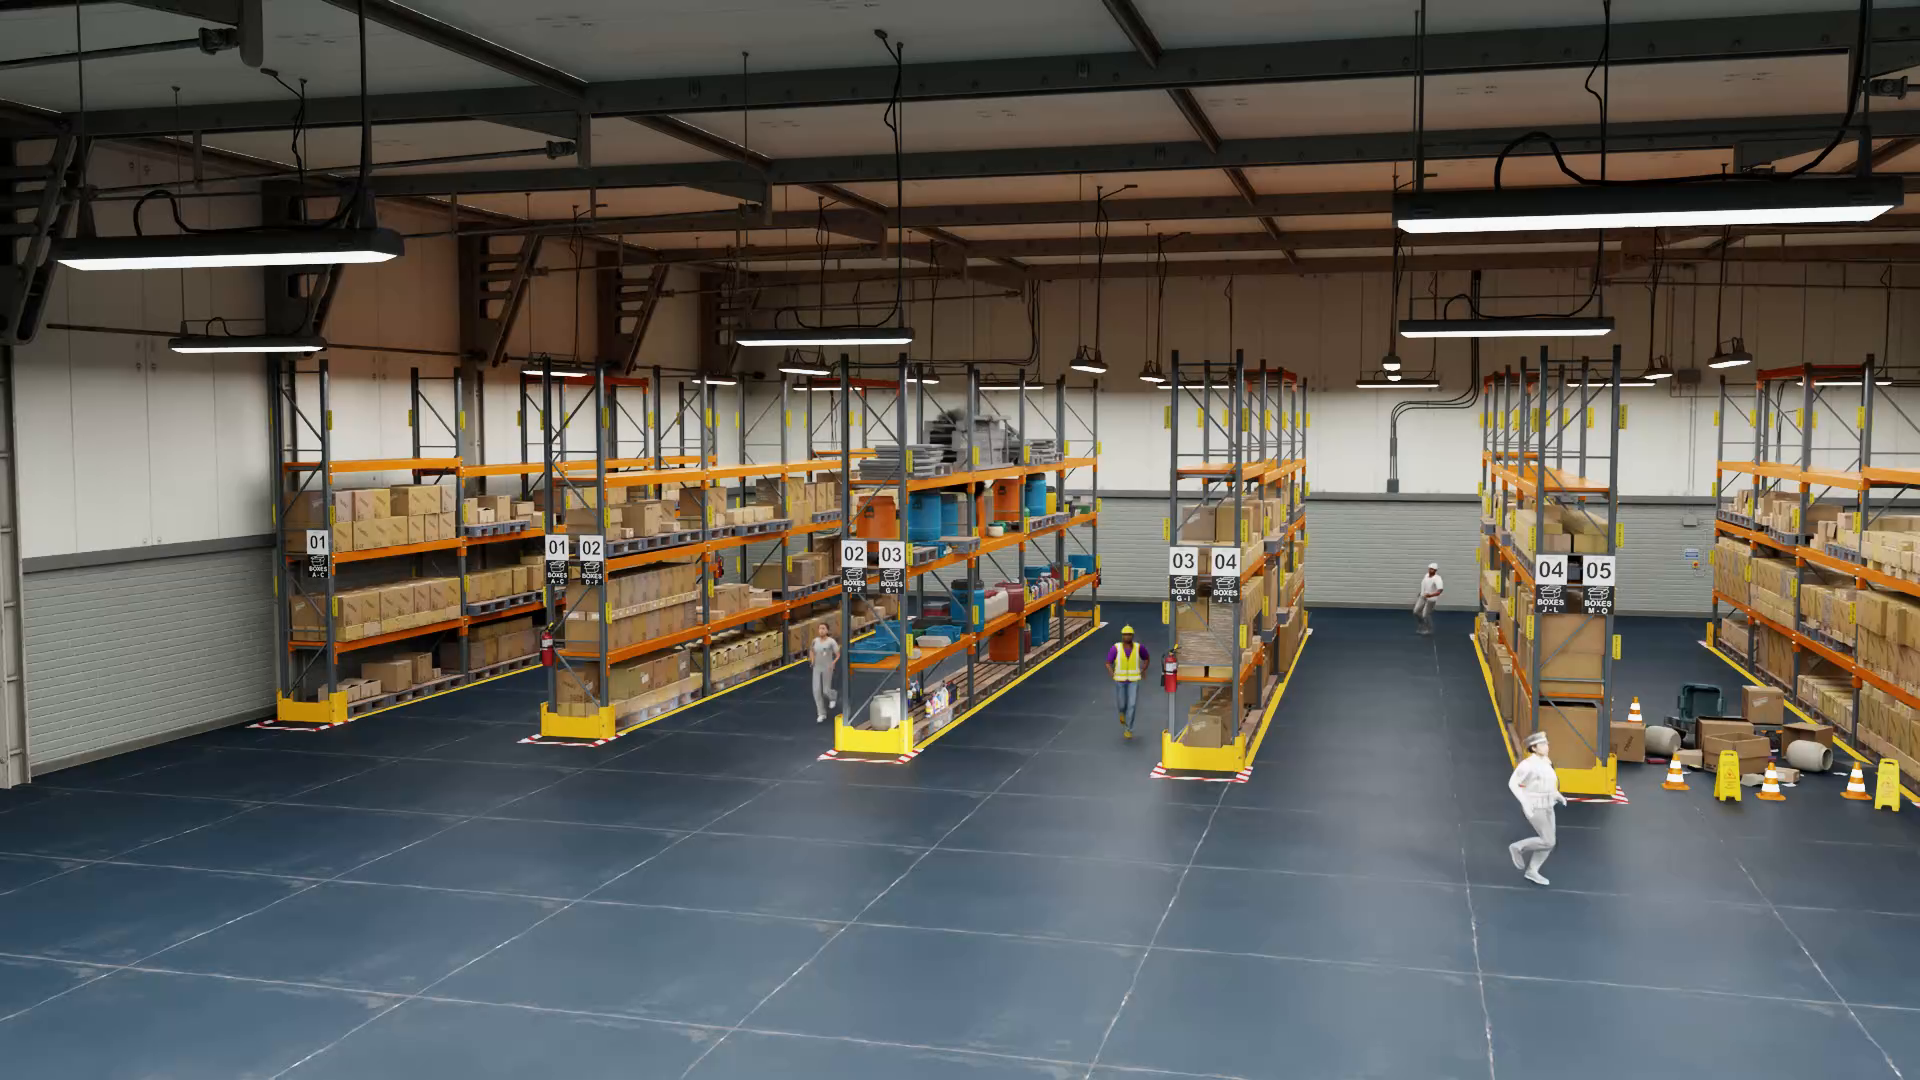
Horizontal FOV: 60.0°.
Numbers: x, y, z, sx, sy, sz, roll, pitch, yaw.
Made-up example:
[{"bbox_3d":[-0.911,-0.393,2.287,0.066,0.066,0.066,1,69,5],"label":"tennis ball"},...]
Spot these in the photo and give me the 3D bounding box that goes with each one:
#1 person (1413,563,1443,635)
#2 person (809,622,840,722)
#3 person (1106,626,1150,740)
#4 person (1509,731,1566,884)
[{"bbox_3d":[10.870,1.380,38.596,0.529,1.710,0.734,-2,5,-28],"label":"person"},{"bbox_3d":[-2.281,2.191,27.893,0.565,1.646,0.721,1,4,14],"label":"person"},{"bbox_3d":[2.671,2.239,26.461,0.699,1.758,0.850,0,4,5],"label":"person"},{"bbox_3d":[6.273,2.891,18.022,0.621,1.657,0.546,-3,5,-37],"label":"person"}]
